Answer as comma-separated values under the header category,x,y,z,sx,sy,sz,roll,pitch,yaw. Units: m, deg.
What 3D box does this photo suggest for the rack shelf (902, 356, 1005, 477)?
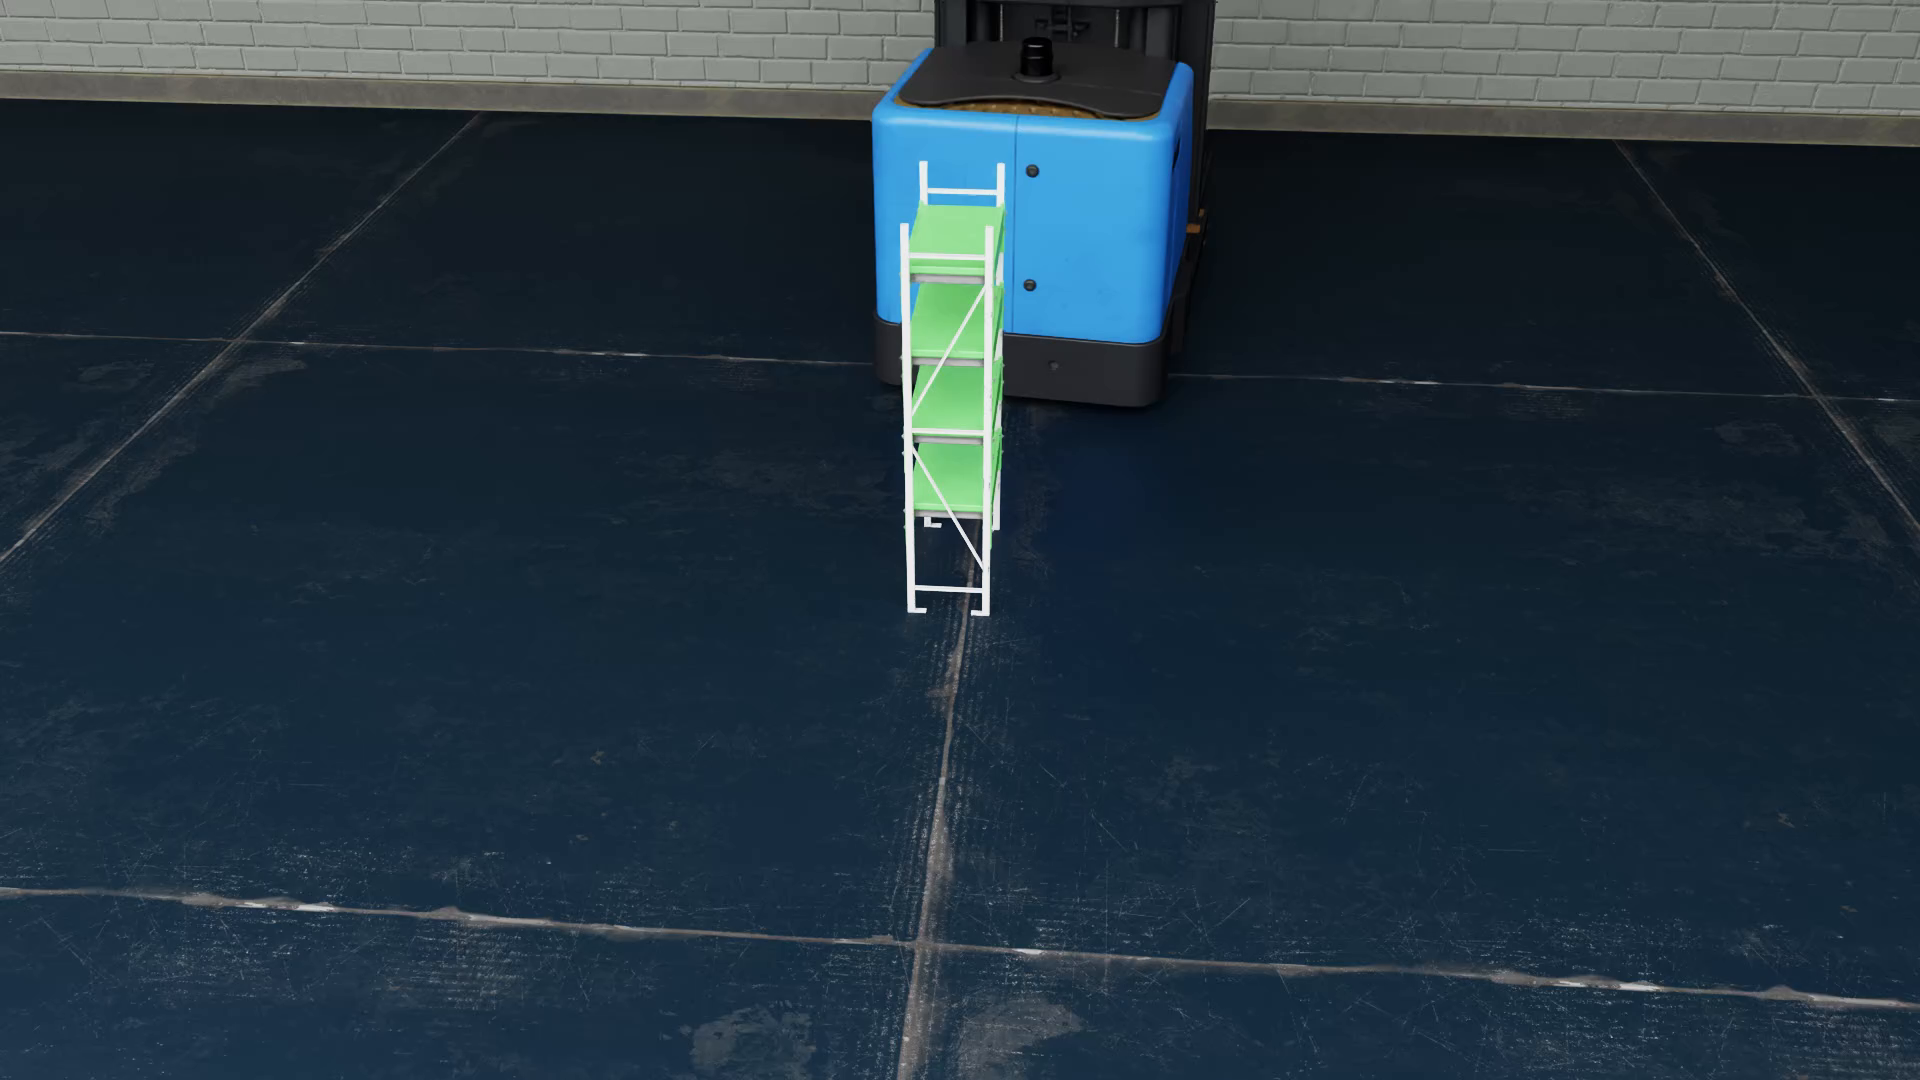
category,x,y,z,sx,sy,sz,roll,pitch,yaw
rack shelf,-0.013,-0.370,4.828,0.258,0.148,0.480,2,32,4

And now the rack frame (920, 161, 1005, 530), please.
category,x,y,z,sx,sy,sz,roll,pitch,yaw
rack frame,0.006,-0.552,5.002,0.240,1.200,0.015,2,32,4

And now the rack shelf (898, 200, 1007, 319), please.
category,x,y,z,sx,sy,sz,roll,pitch,yaw
rack shelf,-0.013,-0.778,4.576,0.258,0.148,0.480,2,32,4

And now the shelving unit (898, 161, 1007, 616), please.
category,x,y,z,sx,sy,sz,roll,pitch,yaw
shelving unit,-0.013,-0.424,4.795,0.258,1.200,0.503,2,32,4

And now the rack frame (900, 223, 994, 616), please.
category,x,y,z,sx,sy,sz,roll,pitch,yaw
rack frame,-0.033,-0.297,4.588,0.240,1.200,0.015,2,32,4

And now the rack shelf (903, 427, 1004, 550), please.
category,x,y,z,sx,sy,sz,roll,pitch,yaw
rack shelf,-0.013,-0.166,4.954,0.258,0.148,0.480,2,32,4

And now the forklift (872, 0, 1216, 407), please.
category,x,y,z,sx,sy,sz,roll,pitch,yaw
forklift,0.492,-2.479,6.478,1.130,2.935,3.031,6,32,10

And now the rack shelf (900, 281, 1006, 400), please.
category,x,y,z,sx,sy,sz,roll,pitch,yaw
rack shelf,-0.013,-0.574,4.702,0.258,0.148,0.480,2,32,4
